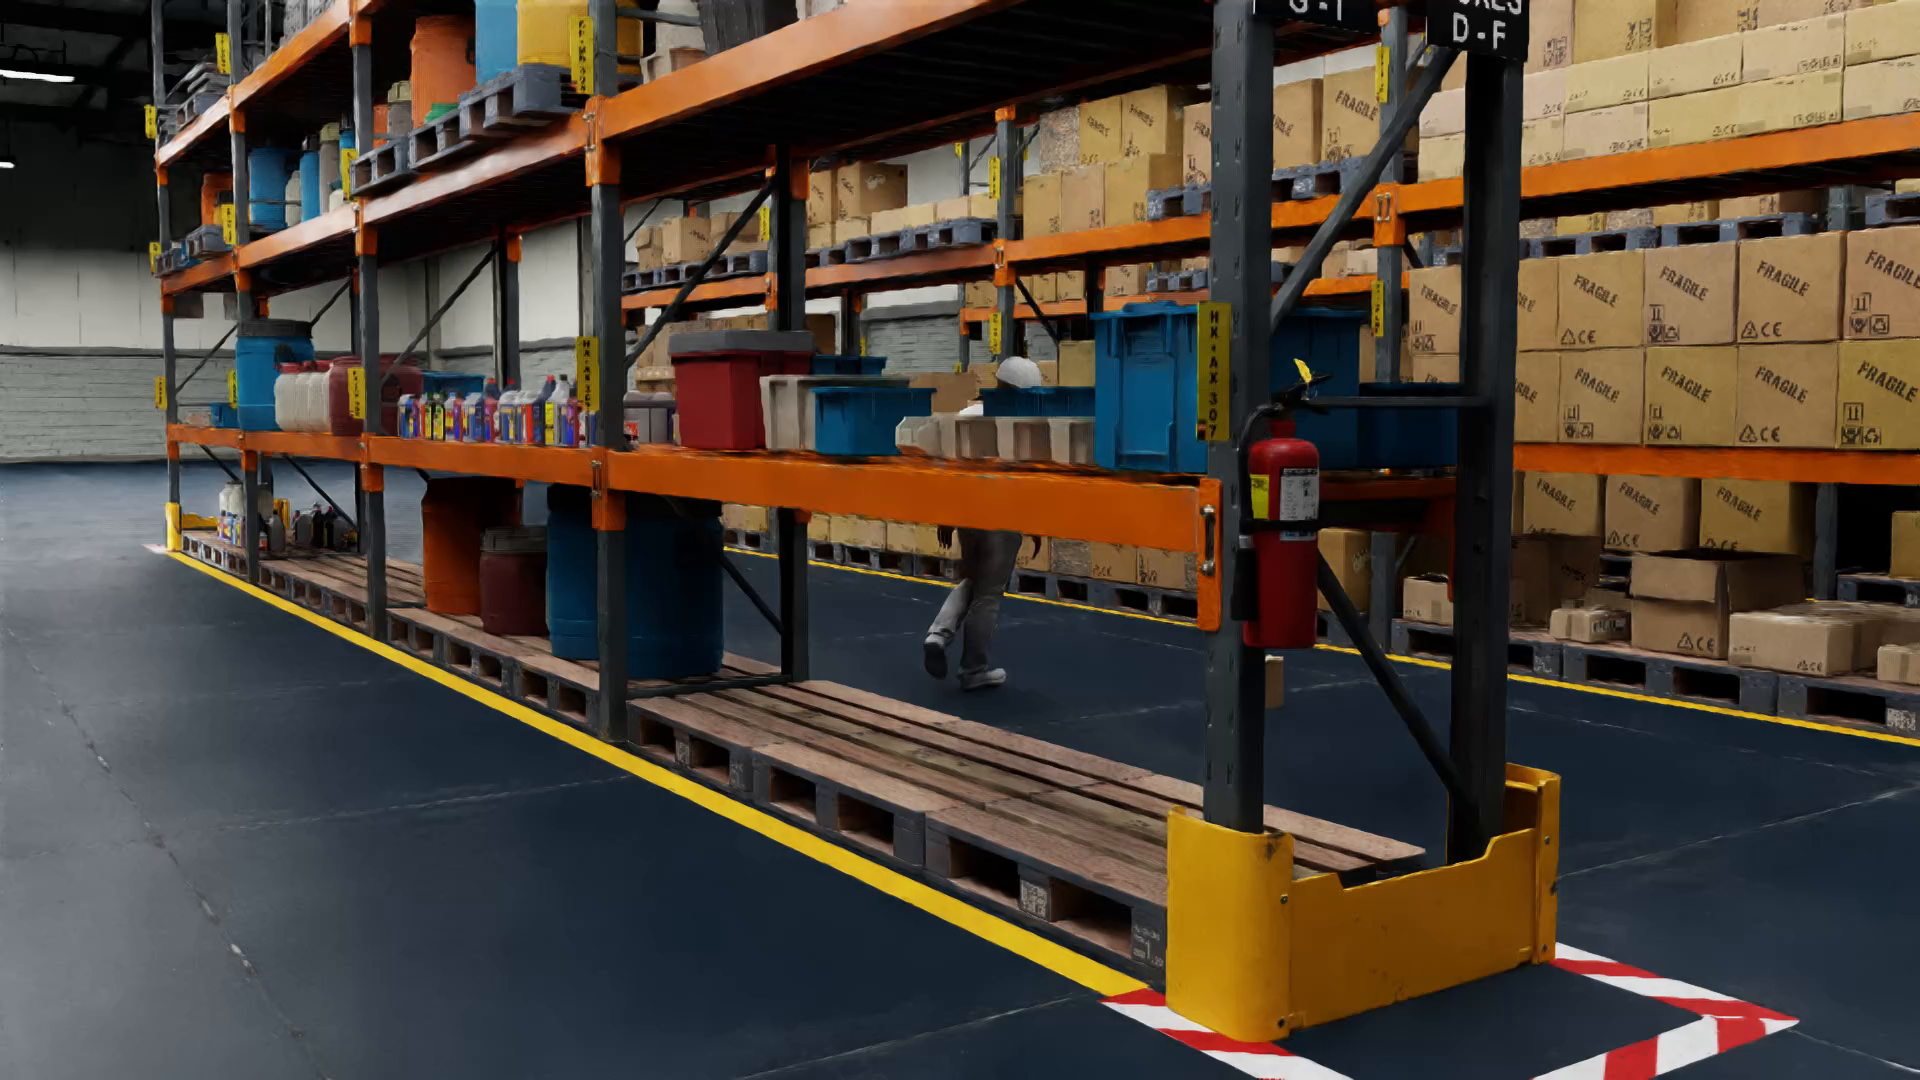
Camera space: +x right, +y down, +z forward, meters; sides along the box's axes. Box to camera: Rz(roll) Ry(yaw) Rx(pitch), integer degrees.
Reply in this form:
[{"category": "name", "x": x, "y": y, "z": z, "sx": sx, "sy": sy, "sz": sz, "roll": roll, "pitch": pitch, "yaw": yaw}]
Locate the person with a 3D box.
[{"category": "person", "x": 0.140, "y": -0.080, "z": 8.676, "sx": 0.637, "sy": 1.750, "sz": 0.500, "roll": 4, "pitch": 6, "yaw": 40}]
